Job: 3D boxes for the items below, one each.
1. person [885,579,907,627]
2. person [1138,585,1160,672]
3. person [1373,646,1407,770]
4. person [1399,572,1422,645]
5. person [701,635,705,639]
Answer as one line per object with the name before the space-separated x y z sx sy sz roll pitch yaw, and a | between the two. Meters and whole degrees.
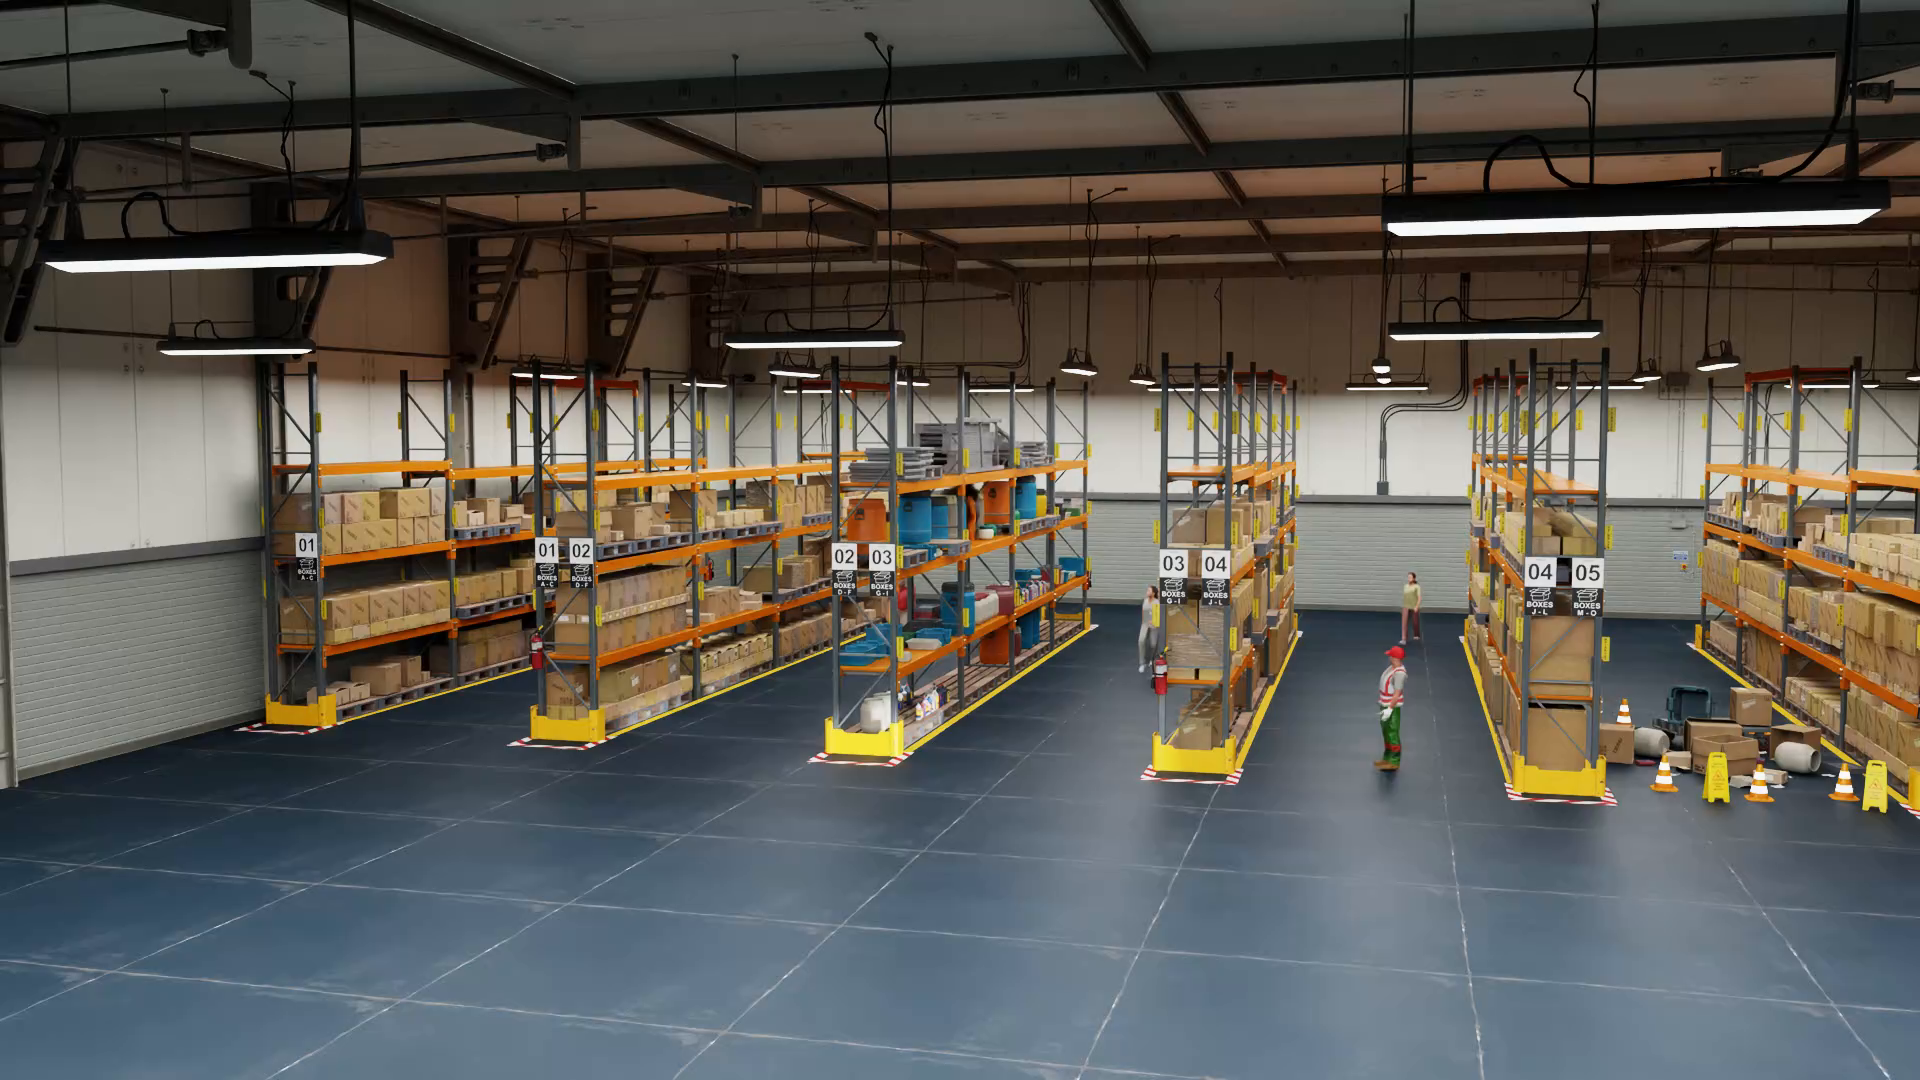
person | -1.332 1.628 35.923 0.526 1.670 1.042 2 4 24
person | 3.696 1.684 32.090 0.428 1.634 0.981 1 4 15
person | 6.207 2.420 24.095 0.422 1.791 0.668 0 4 -5
person | 10.228 1.544 37.678 0.462 1.621 1.034 2 4 24
person | -5.499 1.706 35.081 0.421 1.661 0.591 1 4 9
